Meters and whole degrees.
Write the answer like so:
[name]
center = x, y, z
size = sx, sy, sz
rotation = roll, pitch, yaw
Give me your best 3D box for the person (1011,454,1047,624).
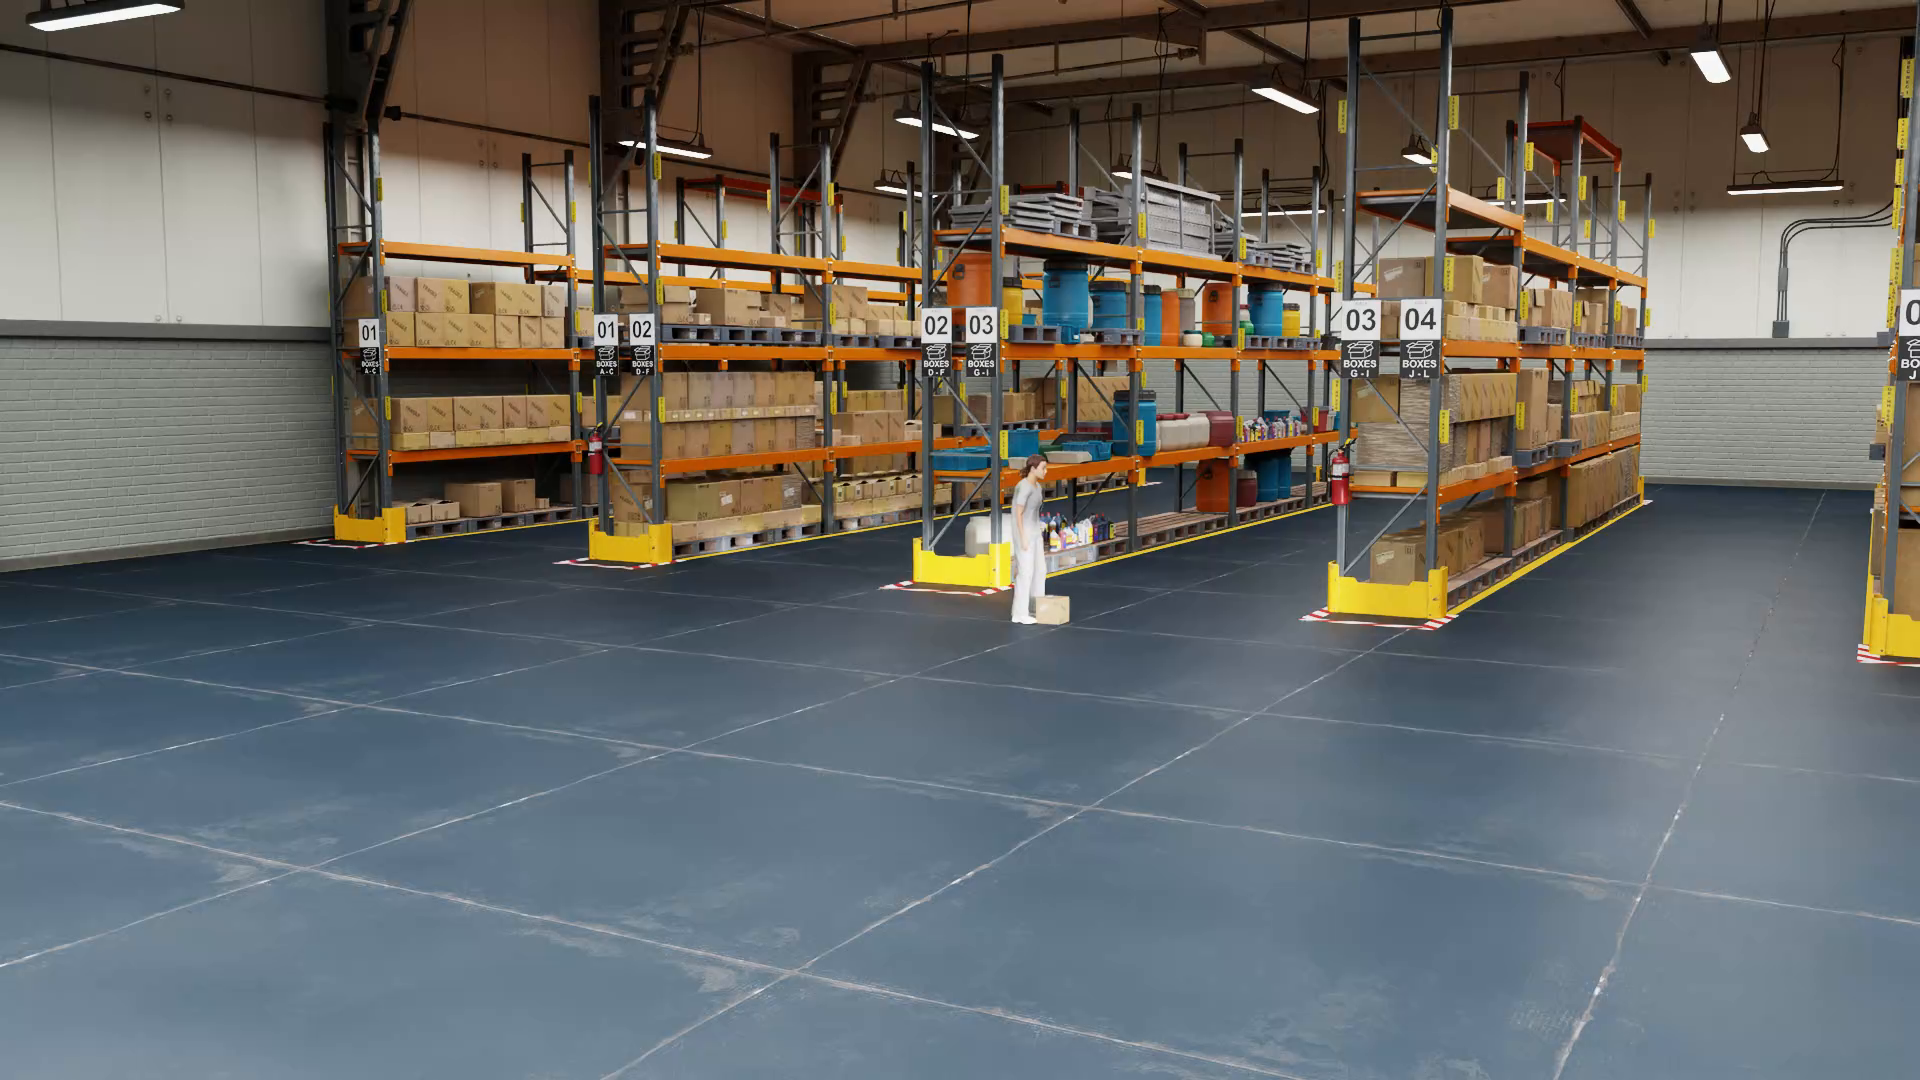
[person]
center = 0.723, -0.023, 16.558
size = 0.416, 1.671, 0.513
rotation = 3, 7, 25
